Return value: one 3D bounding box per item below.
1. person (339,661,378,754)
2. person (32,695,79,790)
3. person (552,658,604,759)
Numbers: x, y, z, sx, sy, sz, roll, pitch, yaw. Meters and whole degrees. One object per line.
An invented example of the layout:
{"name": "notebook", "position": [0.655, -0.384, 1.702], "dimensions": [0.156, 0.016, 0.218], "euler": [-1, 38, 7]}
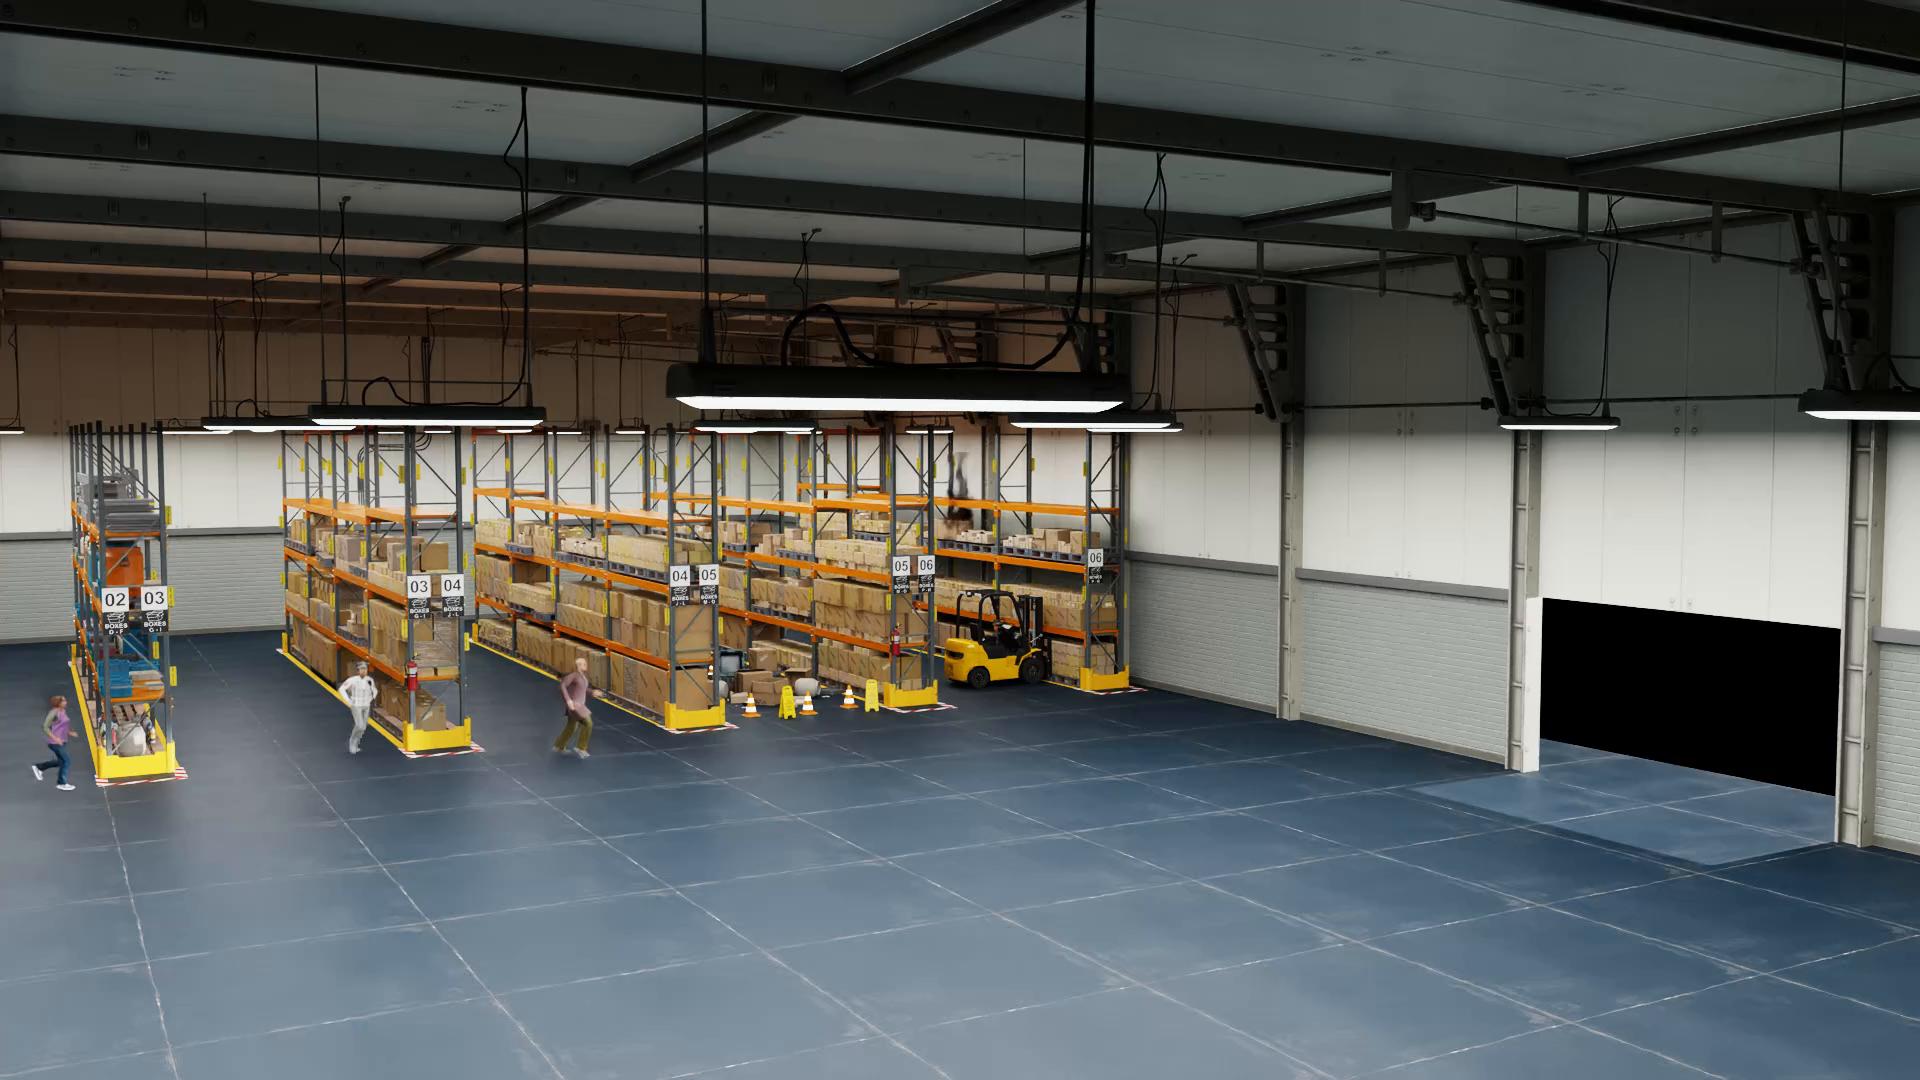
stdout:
{"name": "person", "position": [-10.838, 3.027, 30.098], "dimensions": [0.651, 1.677, 0.542], "euler": [-3, 5, -43]}
{"name": "person", "position": [-14.737, 3.251, 26.983], "dimensions": [0.673, 1.487, 0.525], "euler": [0, 4, -8]}
{"name": "person", "position": [-6.853, 3.036, 29.722], "dimensions": [0.936, 1.813, 0.636], "euler": [0, 4, -2]}
